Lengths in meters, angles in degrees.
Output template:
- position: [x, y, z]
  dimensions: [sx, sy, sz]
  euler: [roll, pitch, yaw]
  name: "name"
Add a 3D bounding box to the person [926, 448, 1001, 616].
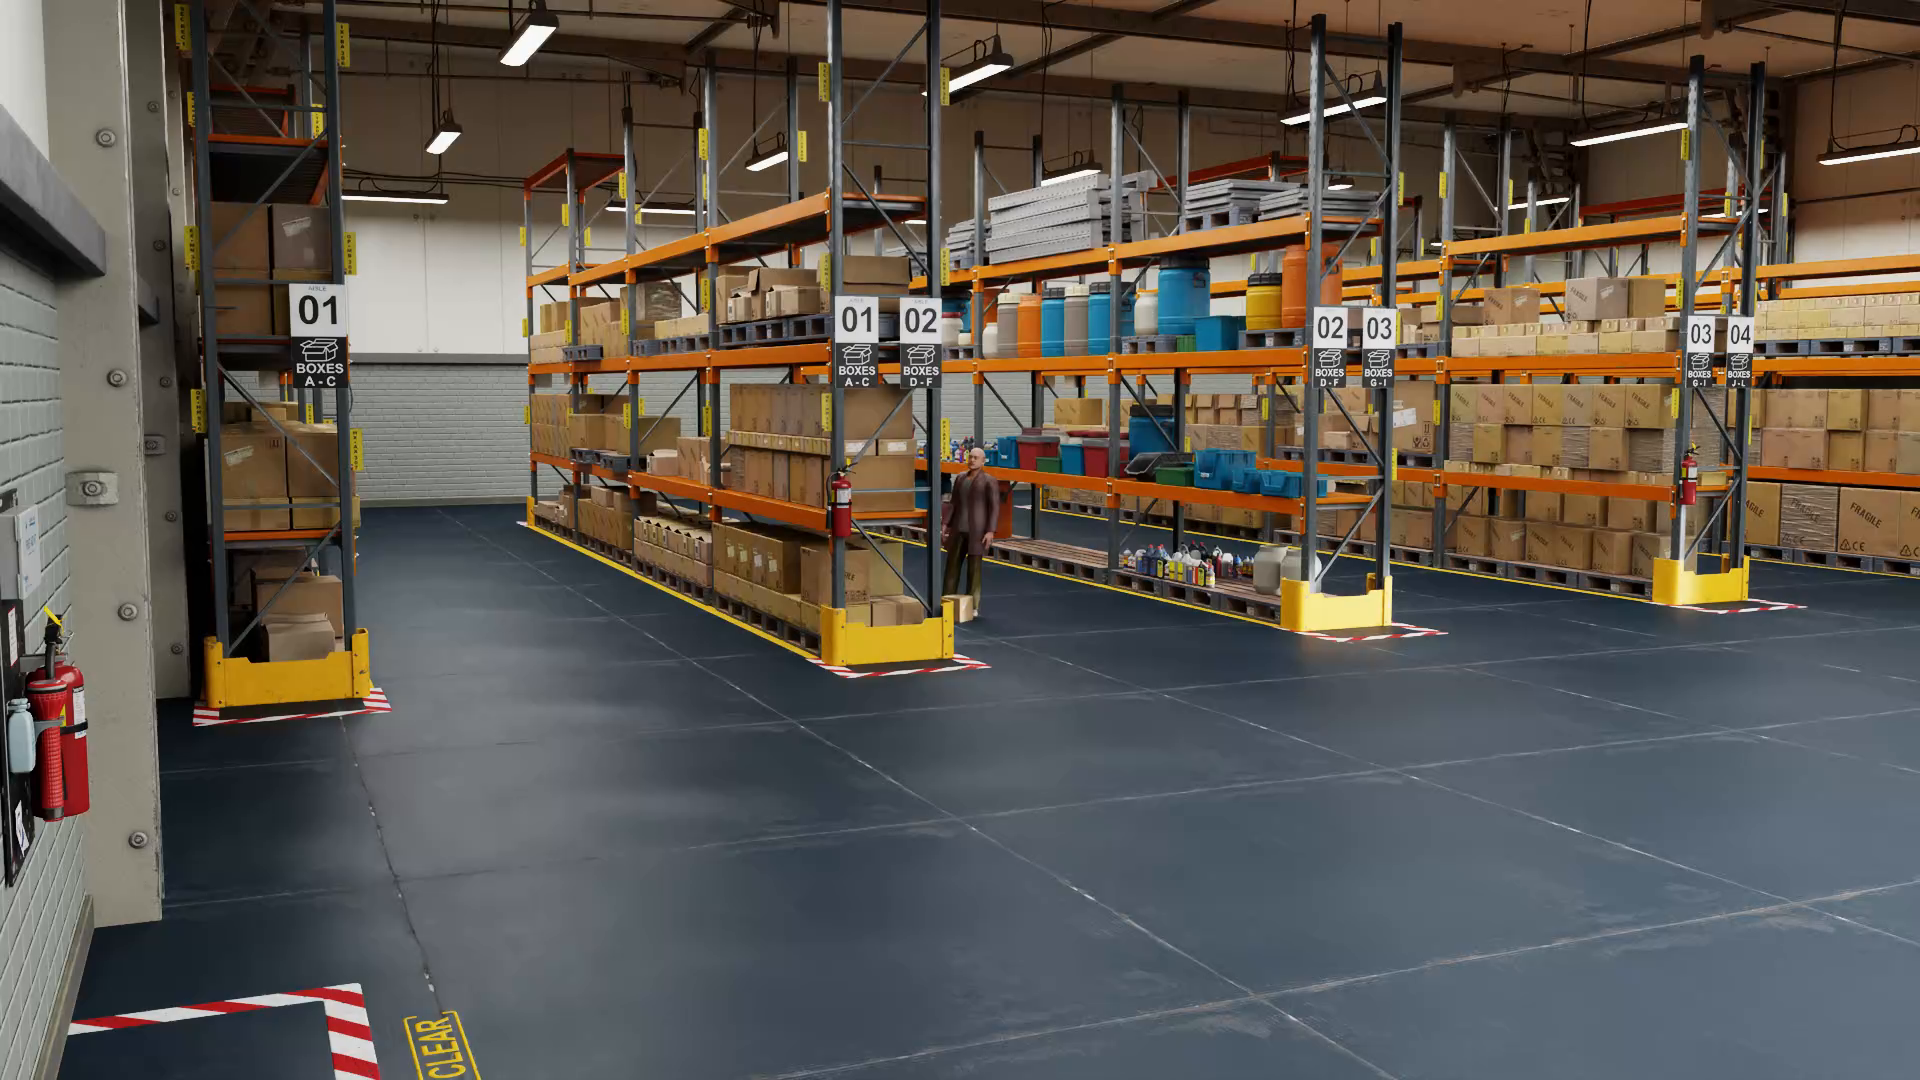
- position: [0.051, -0.074, 17.394]
  dimensions: [0.697, 1.775, 0.582]
  euler: [4, 6, 34]
  name: "person"
